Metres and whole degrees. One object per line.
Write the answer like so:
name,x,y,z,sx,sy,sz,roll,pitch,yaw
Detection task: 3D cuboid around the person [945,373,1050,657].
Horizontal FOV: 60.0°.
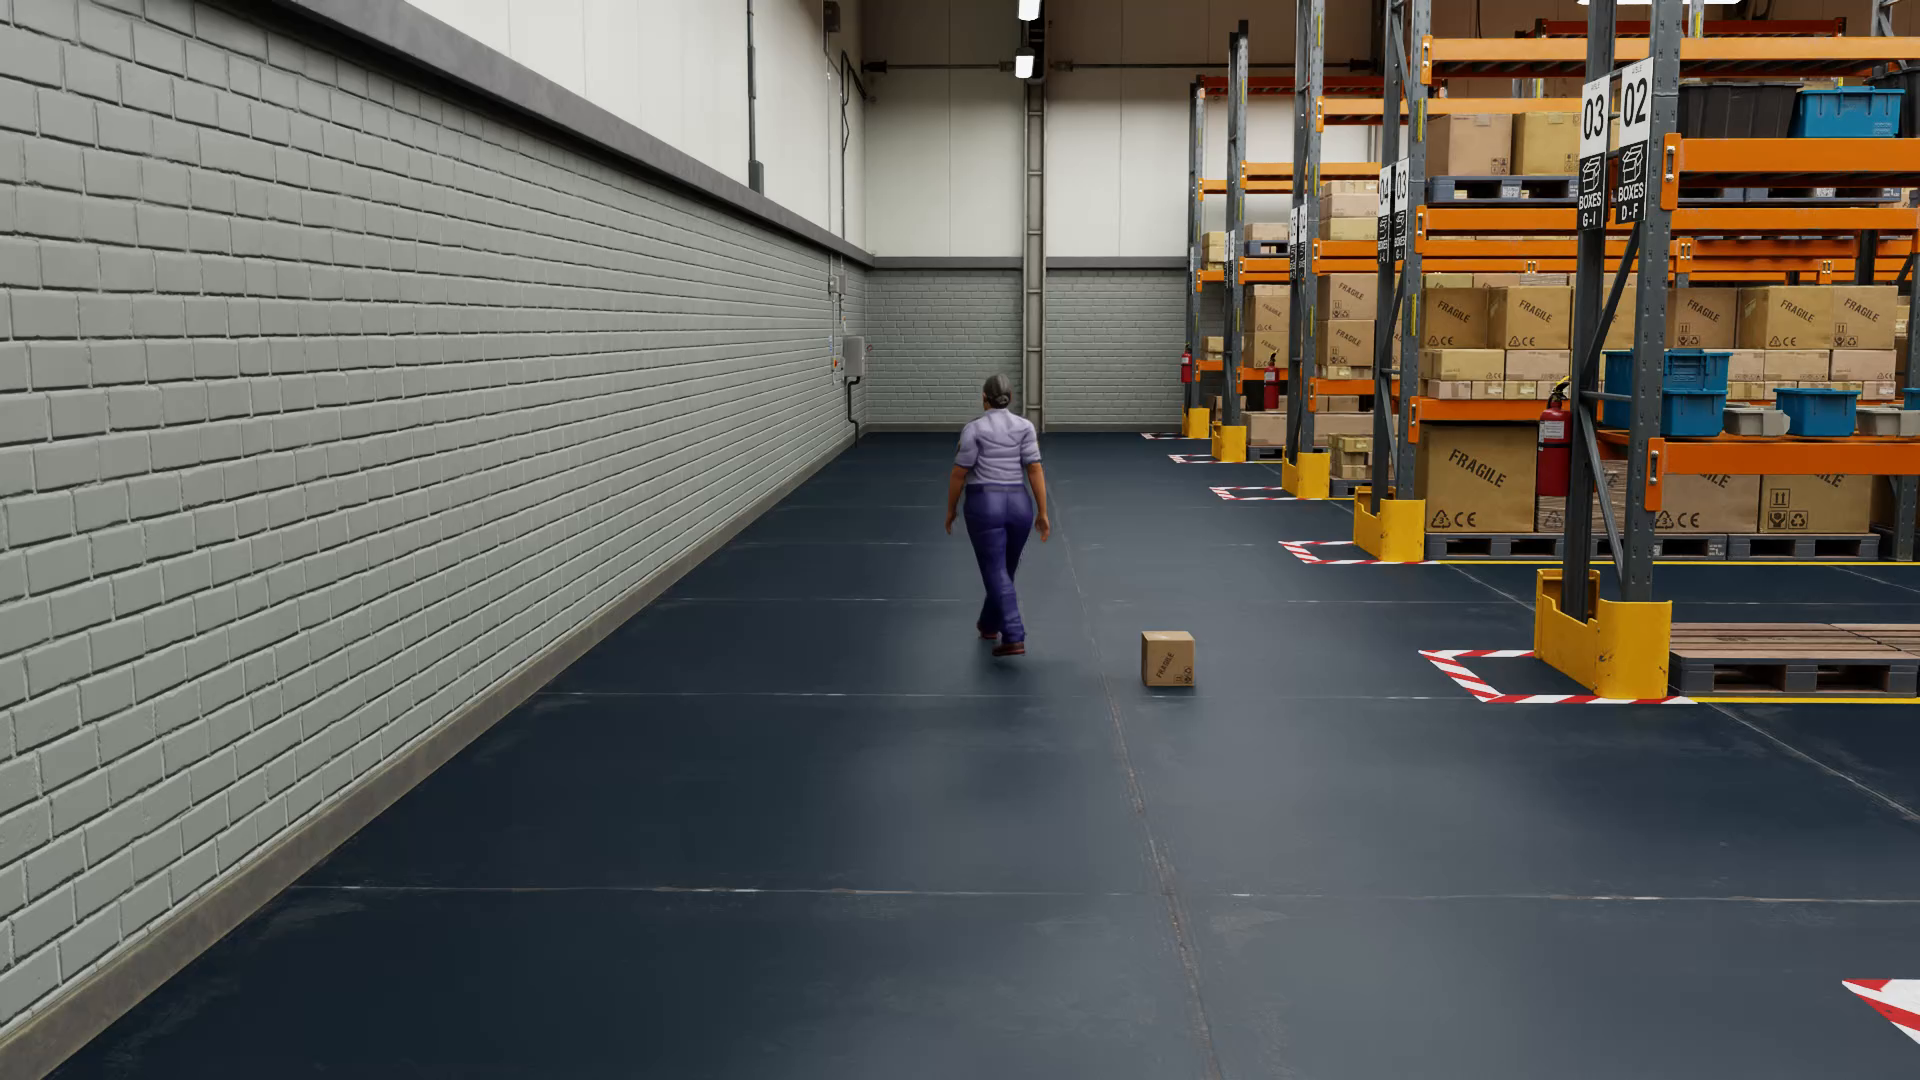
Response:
person,0.197,-0.163,9.573,0.521,1.587,1.020,-3,8,-22
